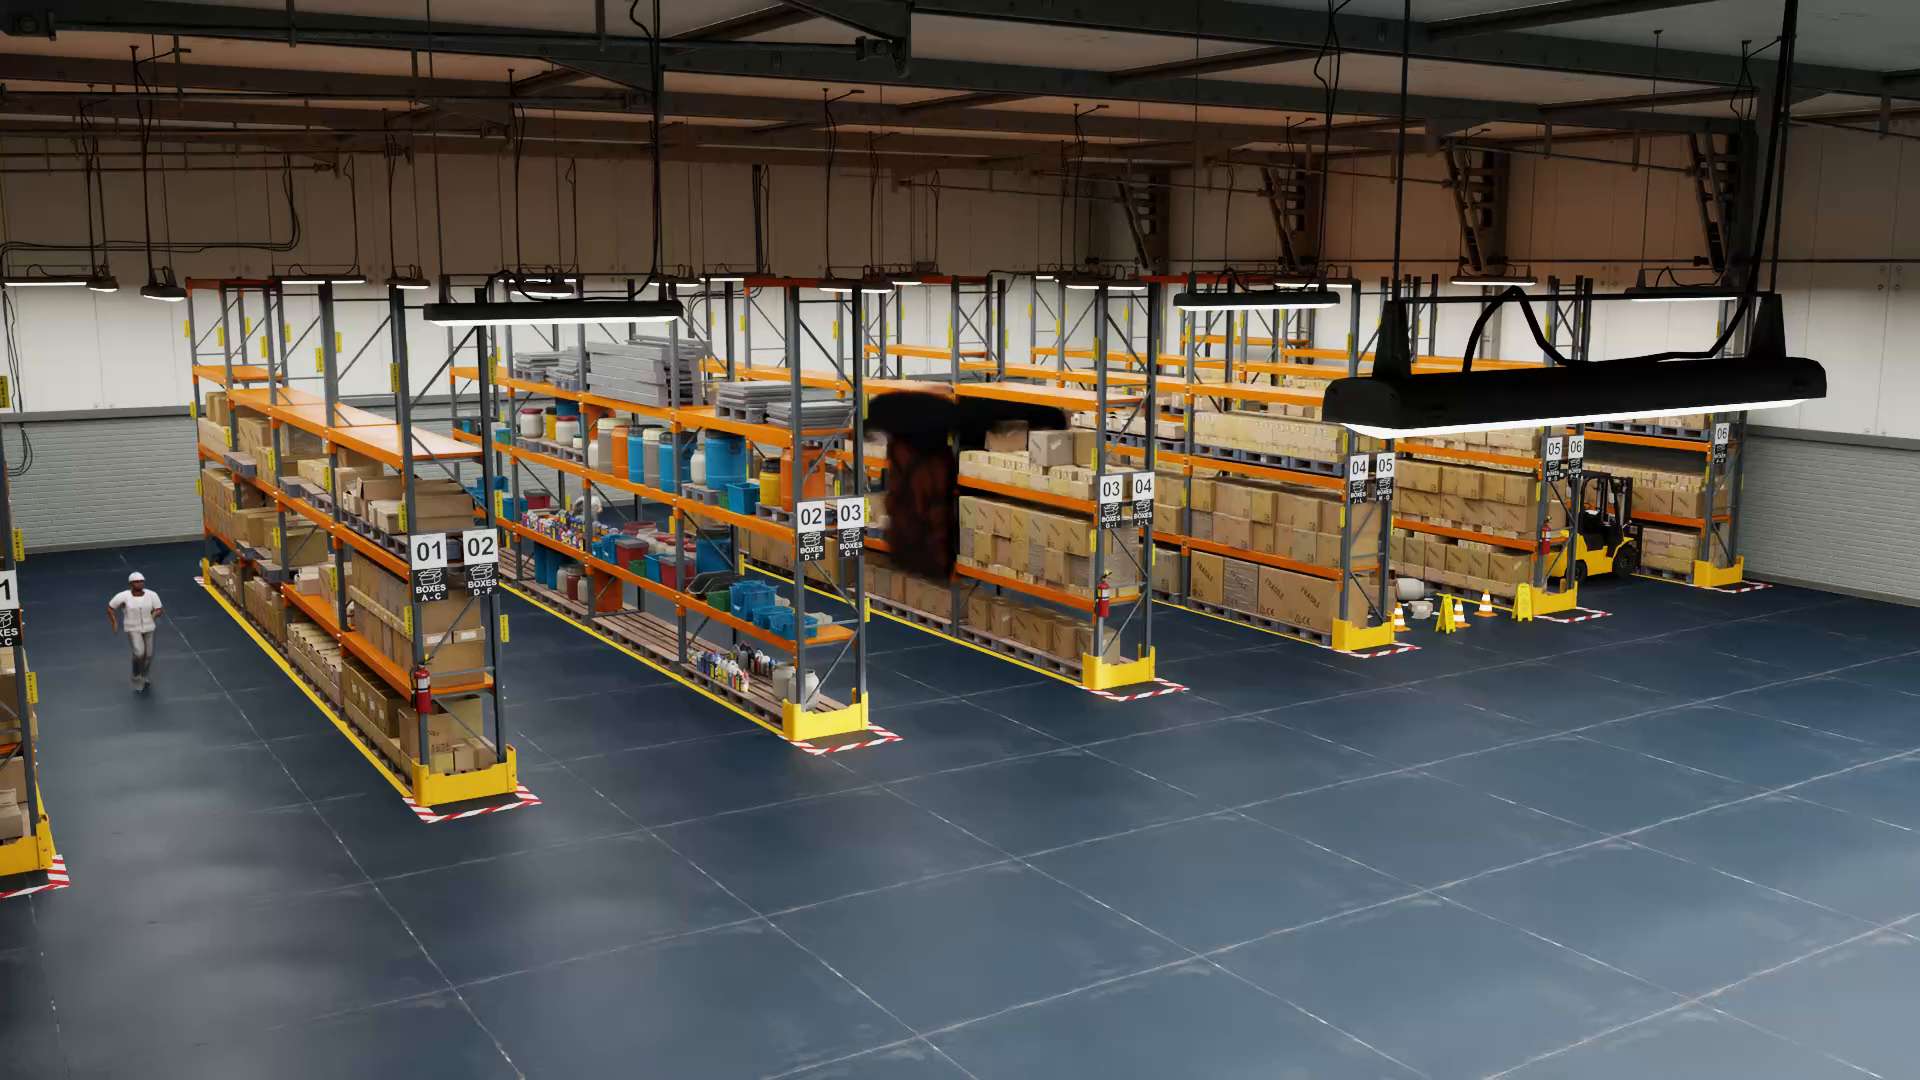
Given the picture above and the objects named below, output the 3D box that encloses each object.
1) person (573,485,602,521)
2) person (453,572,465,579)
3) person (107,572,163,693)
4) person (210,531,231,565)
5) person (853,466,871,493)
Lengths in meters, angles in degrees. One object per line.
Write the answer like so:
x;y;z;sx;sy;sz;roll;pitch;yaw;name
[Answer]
-7.799;-0.348;35.055;0.543;1.689;0.704;-9;13;-42;person
-9.394;0.277;31.262;0.646;1.766;0.725;-4;10;-20;person
-12.147;1.363;24.622;0.695;1.790;0.721;-9;13;-42;person
-15.225;-0.104;34.150;0.584;1.512;0.599;-1;10;-4;person
-2.377;-0.931;38.622;0.597;1.618;0.742;-4;10;-24;person
